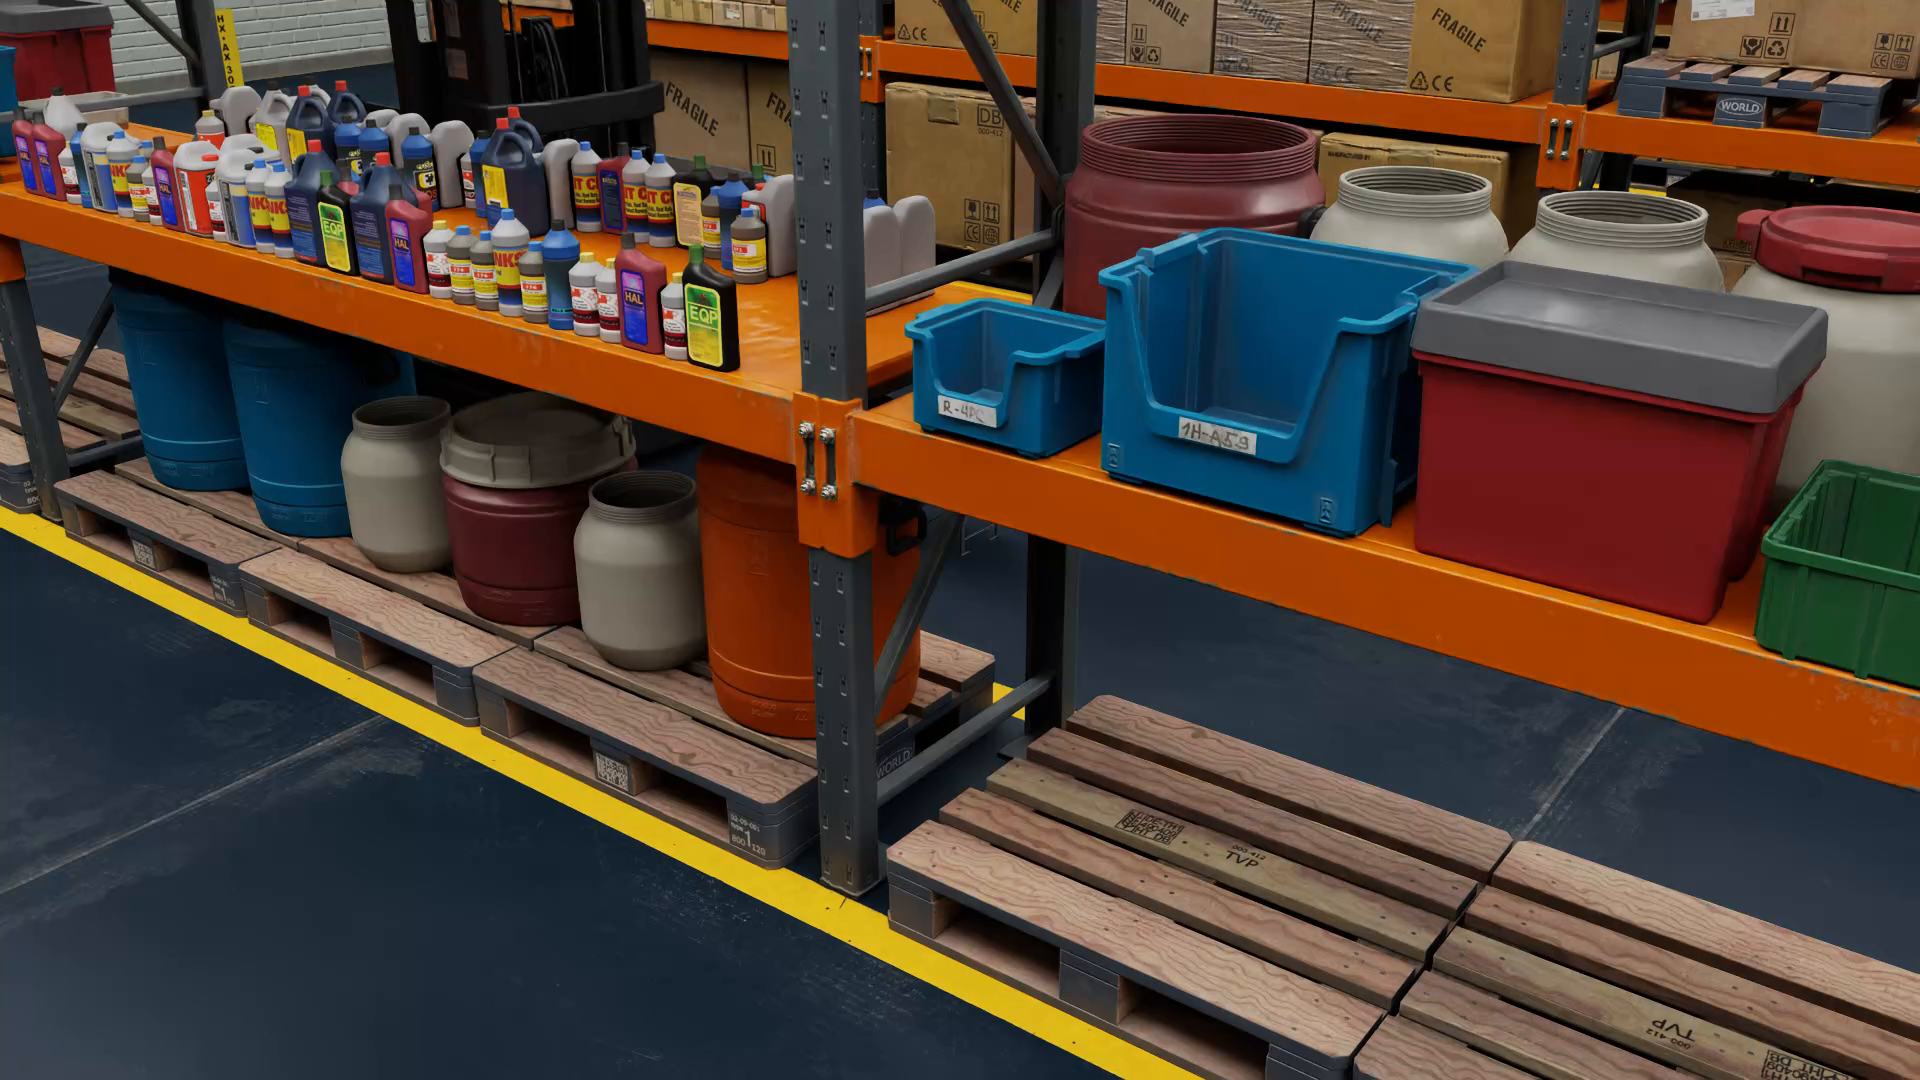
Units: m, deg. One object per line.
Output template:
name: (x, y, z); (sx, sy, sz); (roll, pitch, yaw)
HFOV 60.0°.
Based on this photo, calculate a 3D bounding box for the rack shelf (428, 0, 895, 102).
rack shelf: (-1.838, -3.359, 11.046); (4.000, 0.370, 1.077); (17, 29, 33)

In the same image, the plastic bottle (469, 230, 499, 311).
plastic bottle: (-1.243, -0.716, 4.401); (0.097, 0.201, 0.097); (0, 24, 0)

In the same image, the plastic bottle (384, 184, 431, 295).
plastic bottle: (-1.502, -0.823, 4.542); (0.133, 0.283, 0.061); (17, 29, 33)

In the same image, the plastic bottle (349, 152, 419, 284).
plastic bottle: (-1.604, -0.905, 4.646); (0.185, 0.351, 0.144); (17, 29, 33)

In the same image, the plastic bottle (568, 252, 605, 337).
plastic bottle: (-0.931, -0.622, 4.188); (0.097, 0.201, 0.097); (0, 24, 0)

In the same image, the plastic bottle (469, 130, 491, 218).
plastic bottle: (-1.531, -1.187, 5.383); (0.097, 0.271, 0.097); (0, 24, 0)

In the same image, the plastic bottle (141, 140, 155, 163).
plastic bottle: (-2.714, -1.237, 5.584); (0.097, 0.201, 0.097); (0, 24, 0)

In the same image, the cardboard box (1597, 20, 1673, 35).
cardboard box: (6.977, -5.282, 16.632); (0.875, 0.875, 0.875); (18, 29, 35)

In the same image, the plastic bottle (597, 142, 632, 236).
plastic bottle: (-1.057, -1.089, 5.146); (0.133, 0.283, 0.061); (17, 29, 33)

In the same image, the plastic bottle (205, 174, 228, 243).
plastic bottle: (-2.249, -1.020, 5.092); (0.097, 0.201, 0.097); (0, 24, 0)

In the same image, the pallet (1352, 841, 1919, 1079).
pallet: (1.561, 1.132, 3.420); (1.213, 0.211, 1.003); (17, 29, 33)

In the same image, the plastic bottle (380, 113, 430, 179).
plastic bottle: (-1.896, -1.316, 5.671); (0.135, 0.276, 0.152); (17, 29, 33)

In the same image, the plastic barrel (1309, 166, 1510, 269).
plastic barrel: (0.944, -0.511, 3.550); (0.421, 0.512, 0.421); (0, 24, 0)

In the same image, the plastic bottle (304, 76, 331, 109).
plastic bottle: (-2.277, -1.467, 5.921); (0.185, 0.351, 0.144); (17, 29, 33)

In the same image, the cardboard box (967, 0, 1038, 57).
cardboard box: (0.383, -2.937, 9.072); (0.500, 0.500, 0.500); (17, 29, 33)

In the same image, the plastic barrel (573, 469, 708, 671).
plastic barrel: (-0.915, 0.086, 4.899); (0.421, 0.512, 0.421); (0, 24, 0)

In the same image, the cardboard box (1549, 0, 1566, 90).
cardboard box: (2.737, -2.489, 8.054); (0.500, 0.500, 0.500); (18, 29, 35)

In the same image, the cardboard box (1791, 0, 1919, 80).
cardboard box: (3.926, -2.255, 7.003); (0.700, 0.500, 0.500); (-22, 32, -40)

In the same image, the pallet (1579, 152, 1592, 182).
pallet: (4.422, -3.022, 12.847); (1.213, 0.211, 1.003); (17, 29, 33)

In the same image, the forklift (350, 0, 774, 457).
forklift: (-2.172, -2.154, 7.504); (3.031, 2.935, 1.130); (20, 30, 37)

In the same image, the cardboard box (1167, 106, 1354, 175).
cardboard box: (1.714, -1.849, 8.841); (0.875, 0.875, 1.225); (17, 29, 33)

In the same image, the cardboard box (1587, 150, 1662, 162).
cardboard box: (4.922, -3.063, 12.061); (0.500, 0.500, 0.500); (18, 30, 35)

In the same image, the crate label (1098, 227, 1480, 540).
crate label: (0.625, -0.328, 3.231); (0.616, 0.435, 0.502); (17, 29, 33)

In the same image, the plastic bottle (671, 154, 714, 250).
plastic bottle: (-0.795, -1.010, 4.966); (0.133, 0.283, 0.061); (17, 29, 33)

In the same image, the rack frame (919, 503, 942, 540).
rack frame: (-0.088, -0.438, 6.129); (0.006, 0.900, 0.240); (17, 29, 33)

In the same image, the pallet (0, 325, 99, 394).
pallet: (-4.801, -0.791, 7.783); (1.213, 0.211, 1.003); (17, 29, 33)

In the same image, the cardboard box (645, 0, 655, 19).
cardboard box: (-1.910, -3.430, 10.627); (0.250, 0.149, 0.380); (17, 29, 34)

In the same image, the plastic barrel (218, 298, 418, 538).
plastic barrel: (-2.217, -0.530, 5.815); (0.708, 0.901, 0.600); (17, 29, 33)

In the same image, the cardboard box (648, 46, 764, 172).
cardboard box: (-1.438, -2.828, 11.062); (0.875, 0.875, 0.875); (17, 29, 33)

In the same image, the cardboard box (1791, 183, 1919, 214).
cardboard box: (3.947, -1.361, 7.243); (0.500, 0.250, 0.500); (21, 31, 39)

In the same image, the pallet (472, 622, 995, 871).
pallet: (-0.664, 0.459, 4.946); (1.213, 0.211, 1.003); (17, 29, 33)

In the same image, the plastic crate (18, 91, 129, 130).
plastic crate: (-3.495, -1.672, 6.578); (0.243, 0.136, 0.396); (17, 29, 33)

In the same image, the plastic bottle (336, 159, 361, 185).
plastic bottle: (-1.821, -0.996, 4.949); (0.097, 0.271, 0.097); (0, 24, 0)

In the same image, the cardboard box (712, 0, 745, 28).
cardboard box: (-1.296, -3.244, 10.205); (0.250, 0.149, 0.380); (17, 29, 34)

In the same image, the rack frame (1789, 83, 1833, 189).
rack frame: (6.018, -3.813, 11.184); (0.127, 3.000, 1.000); (17, 29, 33)

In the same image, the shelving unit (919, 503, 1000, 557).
shelving unit: (-0.006, -0.414, 6.073); (0.210, 0.900, 0.258); (17, 29, 33)

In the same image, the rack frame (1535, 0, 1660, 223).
rack frame: (2.963, -2.237, 7.608); (0.127, 3.000, 1.000); (17, 29, 33)

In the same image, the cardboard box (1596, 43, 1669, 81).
cardboard box: (4.903, -3.404, 11.905); (0.500, 0.250, 0.500); (17, 29, 34)

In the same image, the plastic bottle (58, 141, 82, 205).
plastic bottle: (-2.961, -1.235, 5.580); (0.097, 0.201, 0.097); (0, 24, 0)

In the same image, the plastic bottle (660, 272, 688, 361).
plastic bottle: (-0.669, -0.543, 4.007); (0.097, 0.201, 0.097); (0, 24, 0)

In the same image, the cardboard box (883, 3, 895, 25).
cardboard box: (-0.275, -3.269, 10.260); (0.250, 0.149, 0.380); (17, 29, 33)

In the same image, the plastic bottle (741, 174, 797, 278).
plastic bottle: (-0.530, -0.903, 4.734); (0.135, 0.276, 0.152); (17, 29, 33)

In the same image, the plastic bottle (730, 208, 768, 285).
plastic bottle: (-0.590, -0.825, 4.648); (0.097, 0.201, 0.097); (0, 24, 0)

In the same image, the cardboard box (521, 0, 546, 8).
cardboard box: (-2.732, -3.679, 11.190); (0.250, 0.149, 0.380); (16, 29, 33)

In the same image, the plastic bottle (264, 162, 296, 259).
plastic bottle: (-1.986, -0.973, 4.897); (0.097, 0.271, 0.097); (0, 24, 0)

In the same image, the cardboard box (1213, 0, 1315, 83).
cardboard box: (1.606, -2.570, 8.238); (0.500, 0.500, 0.500); (16, 28, 32)

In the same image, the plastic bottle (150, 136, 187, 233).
plastic bottle: (-2.460, -1.112, 5.199); (0.133, 0.283, 0.061); (17, 29, 33)

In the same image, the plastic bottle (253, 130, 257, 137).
plastic bottle: (-2.467, -1.392, 5.935); (0.097, 0.201, 0.097); (0, 24, 0)

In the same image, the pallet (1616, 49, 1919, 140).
pallet: (3.597, -2.012, 7.334); (1.003, 0.211, 1.213); (17, 29, 33)

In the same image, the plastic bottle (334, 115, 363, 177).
plastic bottle: (-2.063, -1.302, 5.644); (0.097, 0.271, 0.097); (0, 24, 0)

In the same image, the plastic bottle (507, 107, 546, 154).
plastic bottle: (-1.395, -1.201, 5.317); (0.185, 0.351, 0.144); (17, 29, 33)

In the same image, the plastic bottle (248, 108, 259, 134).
plastic bottle: (-2.590, -1.506, 6.193); (0.097, 0.201, 0.097); (0, 24, 0)

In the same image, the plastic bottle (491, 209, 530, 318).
plastic bottle: (-1.165, -0.724, 4.334); (0.097, 0.271, 0.097); (0, 24, 0)

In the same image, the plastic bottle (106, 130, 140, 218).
plastic bottle: (-2.697, -1.188, 5.385); (0.097, 0.271, 0.097); (0, 24, 0)

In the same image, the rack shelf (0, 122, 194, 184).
rack shelf: (-4.809, -1.761, 7.419); (4.000, 0.370, 1.077); (17, 29, 33)
